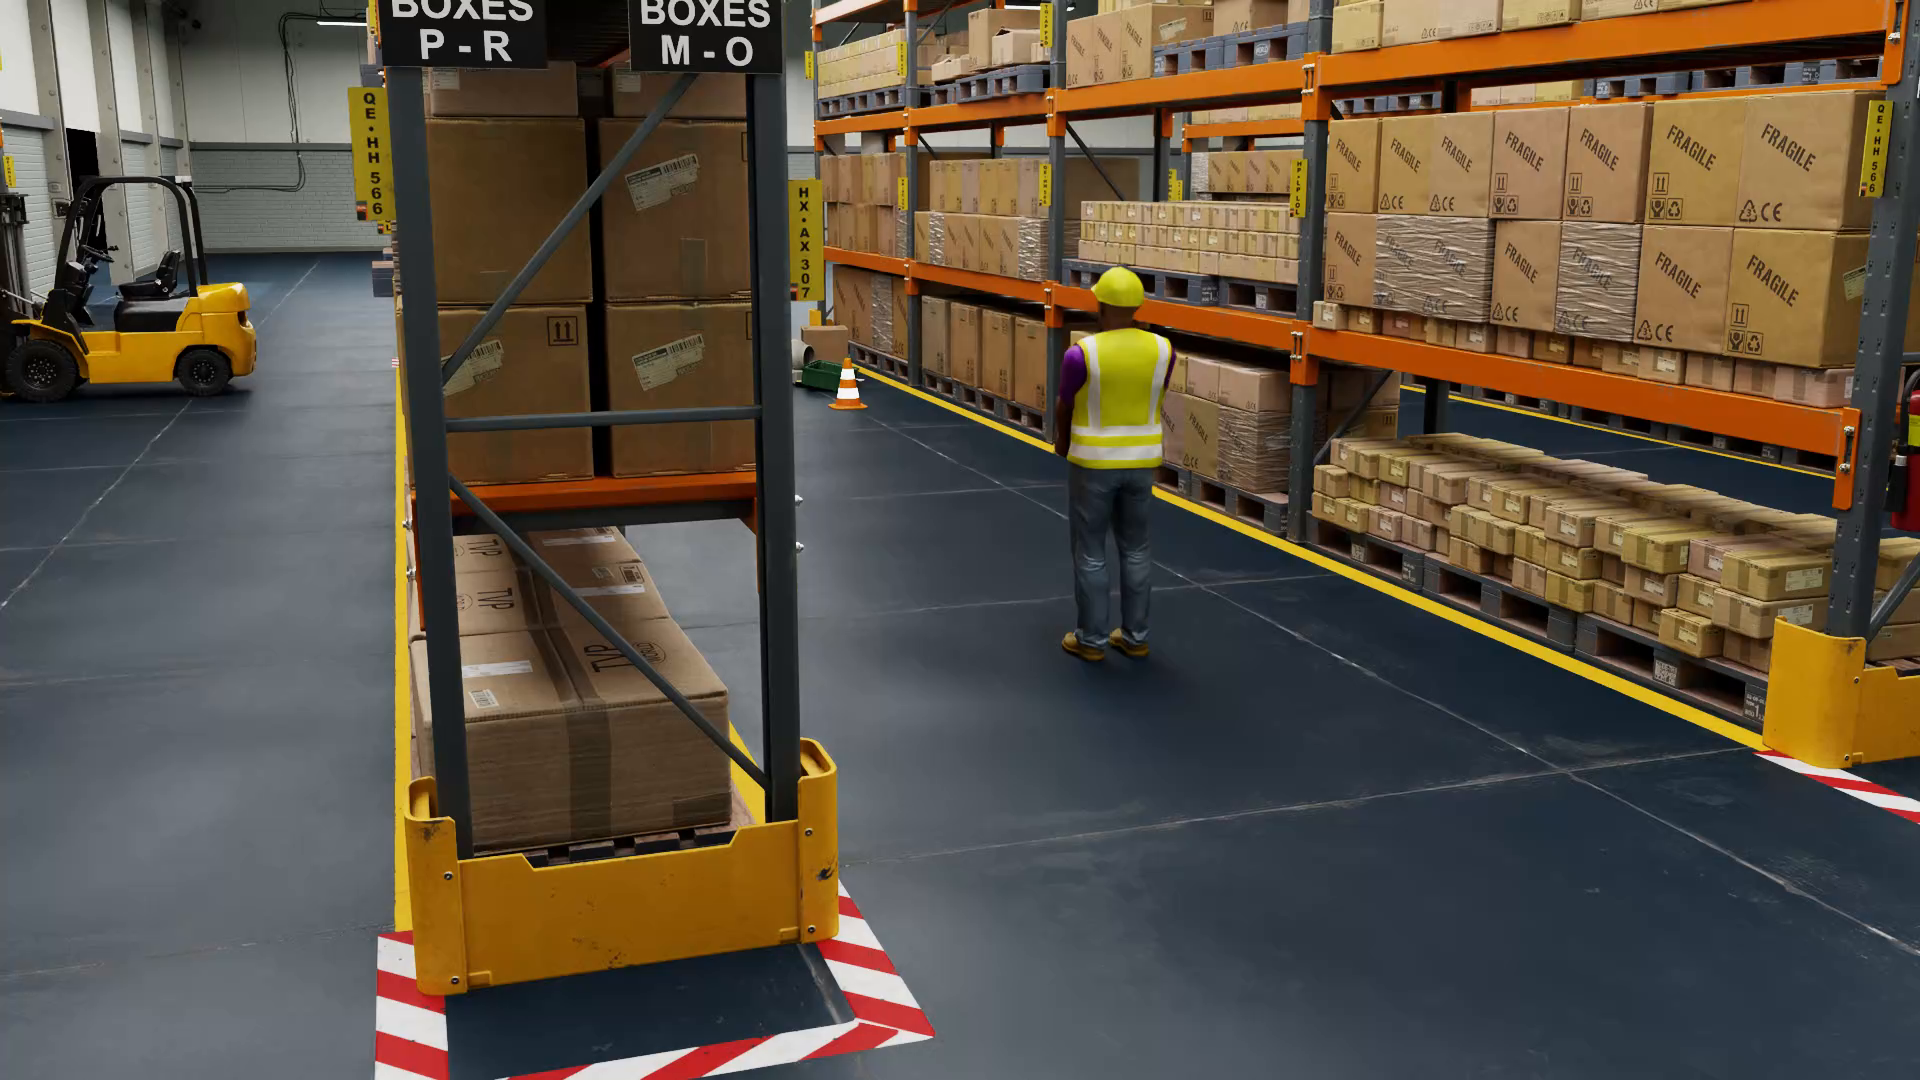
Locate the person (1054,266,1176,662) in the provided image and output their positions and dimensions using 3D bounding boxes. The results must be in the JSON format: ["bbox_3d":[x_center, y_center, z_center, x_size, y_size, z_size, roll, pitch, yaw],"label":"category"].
[{"bbox_3d":[0.656,-0.351,7.521,0.510,1.767,0.575,-4,13,-16],"label":"person"}]
